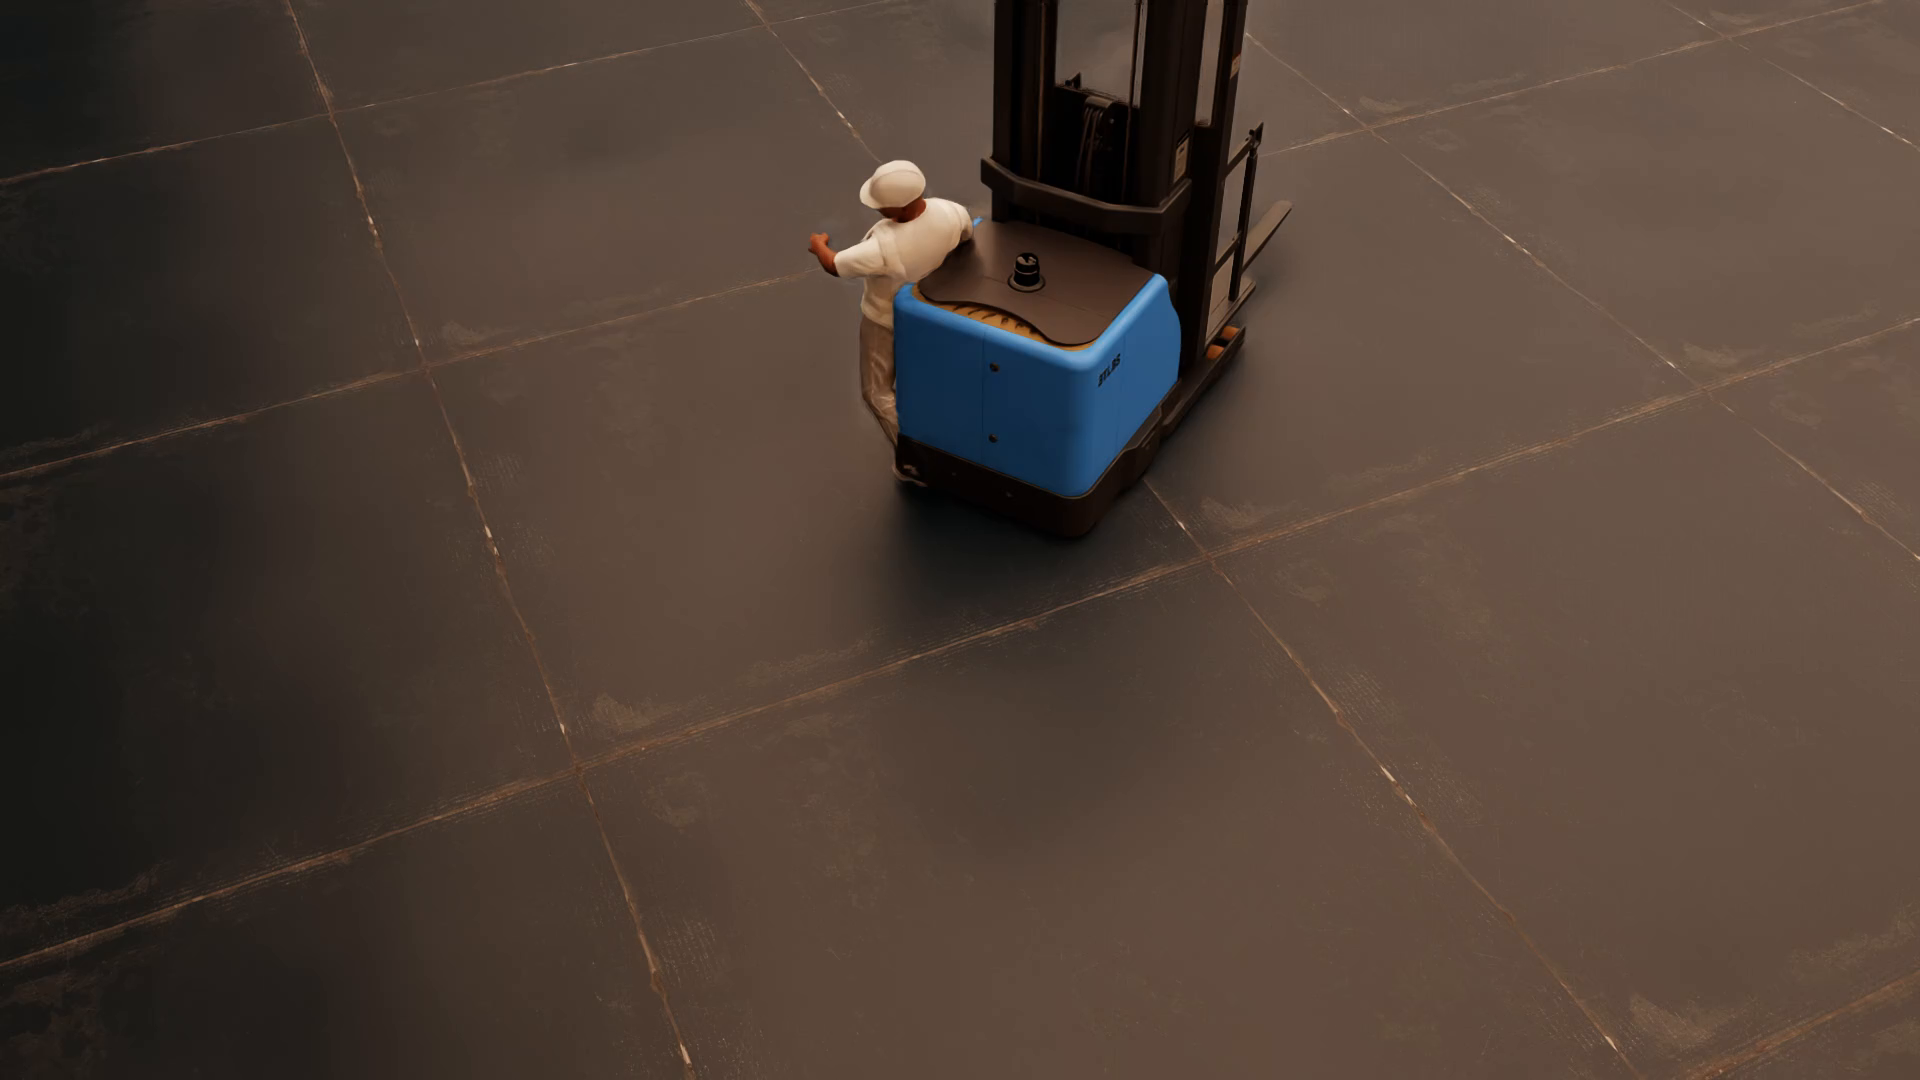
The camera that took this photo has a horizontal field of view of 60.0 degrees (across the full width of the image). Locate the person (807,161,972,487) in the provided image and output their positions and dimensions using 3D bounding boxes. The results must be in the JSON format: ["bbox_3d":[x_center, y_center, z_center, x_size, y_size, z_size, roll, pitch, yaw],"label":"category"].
[{"bbox_3d":[-0.273,-1.185,7.885,0.880,1.678,0.832,29,50,28],"label":"person"}]

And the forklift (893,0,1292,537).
[{"bbox_3d":[0.861,-2.077,7.906,1.130,2.935,3.031,22,47,22],"label":"forklift"}]
